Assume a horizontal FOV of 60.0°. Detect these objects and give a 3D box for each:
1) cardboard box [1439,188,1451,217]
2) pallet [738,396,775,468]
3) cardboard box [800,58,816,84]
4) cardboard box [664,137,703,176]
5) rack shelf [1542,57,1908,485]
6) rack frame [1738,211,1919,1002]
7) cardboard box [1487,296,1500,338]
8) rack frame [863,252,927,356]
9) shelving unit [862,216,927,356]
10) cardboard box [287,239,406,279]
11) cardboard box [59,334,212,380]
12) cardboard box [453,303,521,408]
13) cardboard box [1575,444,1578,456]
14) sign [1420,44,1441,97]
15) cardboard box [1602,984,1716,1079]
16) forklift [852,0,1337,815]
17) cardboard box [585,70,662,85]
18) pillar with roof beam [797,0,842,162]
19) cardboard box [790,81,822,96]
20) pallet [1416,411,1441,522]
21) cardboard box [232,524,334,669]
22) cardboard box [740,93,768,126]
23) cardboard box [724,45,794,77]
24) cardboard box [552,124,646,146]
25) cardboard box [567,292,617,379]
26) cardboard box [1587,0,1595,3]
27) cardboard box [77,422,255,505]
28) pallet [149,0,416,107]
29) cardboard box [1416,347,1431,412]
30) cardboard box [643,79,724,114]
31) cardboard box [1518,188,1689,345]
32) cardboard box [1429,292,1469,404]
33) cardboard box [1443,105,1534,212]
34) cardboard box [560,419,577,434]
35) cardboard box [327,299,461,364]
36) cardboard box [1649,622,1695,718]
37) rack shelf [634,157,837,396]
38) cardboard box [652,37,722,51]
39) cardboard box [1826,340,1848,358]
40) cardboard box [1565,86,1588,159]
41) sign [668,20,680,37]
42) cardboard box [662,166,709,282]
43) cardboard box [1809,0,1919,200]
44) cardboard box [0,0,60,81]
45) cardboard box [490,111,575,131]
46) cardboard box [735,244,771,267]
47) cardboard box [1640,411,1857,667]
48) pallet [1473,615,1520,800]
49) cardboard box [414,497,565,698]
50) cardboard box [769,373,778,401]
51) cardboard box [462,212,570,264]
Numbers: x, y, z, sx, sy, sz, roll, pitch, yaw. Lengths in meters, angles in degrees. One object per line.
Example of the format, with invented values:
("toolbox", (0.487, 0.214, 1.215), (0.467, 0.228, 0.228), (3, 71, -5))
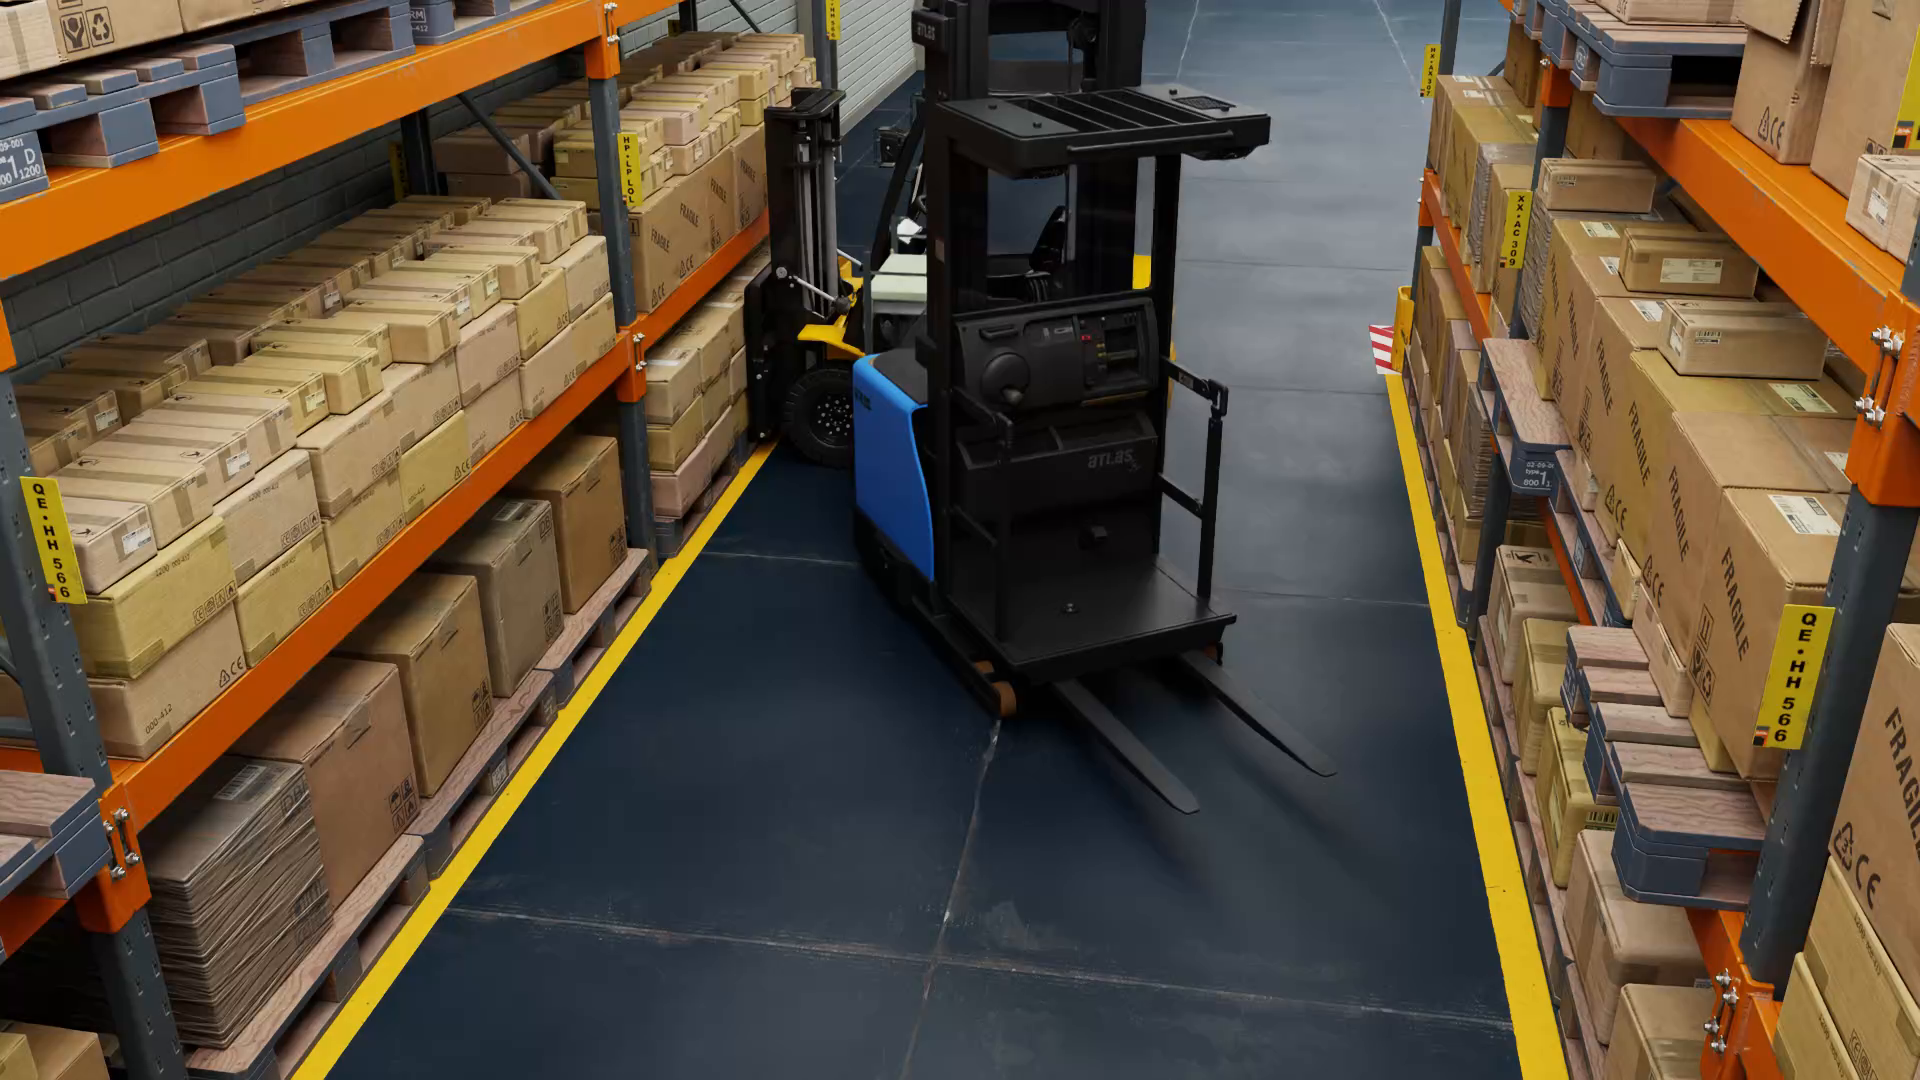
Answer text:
("cardboard box", (3.026, -1.989, 9.757), (0.380, 0.149, 0.250), (4, 25, 9))
("pallet", (-1.660, -0.793, 10.195), (1.003, 0.211, 1.213), (4, 25, 9))
("cardboard box", (-1.155, -3.062, 10.871), (0.380, 0.149, 0.250), (4, 25, 9))
("cardboard box", (-1.548, -1.986, 8.572), (0.380, 0.149, 0.250), (5, 25, 10))
("rack shelf", (2.542, -1.069, 4.805), (1.077, 0.370, 4.000), (4, 25, 9))
("rack frame", (2.212, 0.800, 3.502), (0.949, 2.616, 0.053), (4, 25, 9))
("cardboard box", (2.655, -1.019, 7.685), (0.380, 0.149, 0.250), (5, 25, 10))
("rack frame", (-0.284, -0.740, 8.562), (0.400, 1.500, 0.023), (4, 25, 8))
("shelving unit", (-0.229, -0.893, 8.889), (0.431, 1.500, 0.755), (4, 25, 8))
("cardboard box", (-2.456, -1.100, 6.679), (0.380, 0.149, 0.250), (4, 25, 8))
("cardboard box", (-2.745, -0.574, 5.554), (0.380, 0.149, 0.250), (4, 25, 8))
("cardboard box", (-2.023, -0.721, 6.339), (0.500, 0.250, 0.500), (5, 25, 10))
("cardboard box", (2.321, -0.304, 5.662), (0.380, 0.149, 0.250), (4, 25, 9))
("sign", (2.987, -2.975, 10.546), (0.100, 0.325, 0.005), (4, 25, 9))
("cardboard box", (2.318, 1.565, 4.473), (0.950, 0.372, 0.625), (2, 25, 5))
("forklift", (0.518, -0.768, 6.933), (1.130, 2.935, 3.031), (-11, 27, -22))
("cardboard box", (-1.921, -2.591, 9.513), (0.380, 0.149, 0.250), (4, 25, 9))
("pillar with roof beam", (2.850, -7.587, 14.344), (9.100, 9.000, 0.400), (4, 25, 9))
("cardboard box", (-1.196, -2.709, 10.881), (0.500, 0.500, 0.500), (3, 25, 7))
("pallet", (3.141, -0.404, 9.365), (1.003, 0.211, 1.213), (4, 25, 9))
("cardboard box", (-2.282, 0.148, 5.073), (0.500, 0.250, 0.500), (3, 25, 7))
("cardboard box", (-1.341, -2.524, 9.721), (0.380, 0.149, 0.250), (4, 25, 9))
("cardboard box", (-1.251, -2.980, 10.345), (0.380, 0.149, 0.250), (5, 25, 10))
("cardboard box", (-1.748, -1.918, 8.076), (0.380, 0.149, 0.250), (4, 25, 9))
("cardboard box", (-1.853, -0.918, 7.350), (0.500, 0.250, 0.500), (5, 25, 10))
("cardboard box", (2.296, -1.924, 5.466), (0.500, 0.250, 0.500), (4, 25, 8))
("cardboard box", (-2.280, -0.215, 4.787), (0.380, 0.149, 0.250), (5, 25, 10))
("pallet", (-2.480, -1.573, 5.256), (1.003, 0.211, 1.213), (5, 26, 11))
("cardboard box", (3.027, -0.959, 10.008), (0.500, 0.250, 0.500), (5, 26, 10))
("cardboard box", (-1.528, -2.451, 9.214), (0.380, 0.149, 0.250), (4, 25, 9))
("cardboard box", (2.510, -1.066, 6.526), (0.500, 0.500, 0.500), (5, 25, 10))
("cardboard box", (2.944, -1.073, 9.368), (0.500, 0.500, 0.500), (5, 25, 10))
("cardboard box", (3.008, -2.116, 9.264), (0.500, 0.500, 0.500), (4, 25, 7))
("cardboard box", (-2.151, -0.604, 8.660), (0.500, 0.250, 0.500), (3, 25, 7))
("cardboard box", (-2.012, -0.743, 5.915), (0.380, 0.149, 0.250), (3, 25, 7))
("cardboard box", (2.006, 0.345, 4.275), (0.380, 0.149, 0.250), (4, 25, 8))
("rack shelf", (-1.702, -1.725, 9.746), (1.077, 0.370, 4.000), (4, 25, 9))
("cardboard box", (-1.746, -3.129, 10.662), (0.380, 0.149, 0.250), (5, 26, 10))
("cardboard box", (2.765, -0.391, 5.084), (0.500, 0.500, 0.500), (3, 25, 7))
("cardboard box", (3.369, -2.094, 8.038), (0.700, 0.500, 0.500), (3, 25, 7))
("sign", (-1.921, -3.357, 11.268), (0.100, 0.325, 0.005), (4, 25, 9))
("cardboard box", (-1.630, -1.646, 8.611), (0.500, 0.500, 0.500), (4, 25, 9))
("cardboard box", (2.380, -0.999, 3.690), (0.700, 0.500, 0.500), (4, 25, 9))
("cardboard box", (-2.326, -1.155, 3.803), (0.380, 0.166, 0.250), (4, 25, 8))
("cardboard box", (-2.162, -2.057, 8.371), (0.380, 0.149, 0.250), (4, 25, 8))
("cardboard box", (-1.293, -1.645, 10.296), (0.500, 0.250, 0.500), (4, 25, 9))
("cardboard box", (2.089, 0.004, 4.239), (0.500, 0.500, 0.500), (4, 25, 8))
("pallet", (2.743, 0.716, 6.971), (1.003, 0.211, 1.213), (4, 25, 9))
("cardboard box", (-2.237, 0.214, 7.061), (0.875, 0.625, 0.625), (4, 25, 8))
("cardboard box", (-1.384, -0.979, 10.052), (0.500, 0.250, 0.500), (5, 26, 10))
("cardboard box", (-1.890, -1.286, 7.077), (0.380, 0.149, 0.250), (4, 25, 8))
